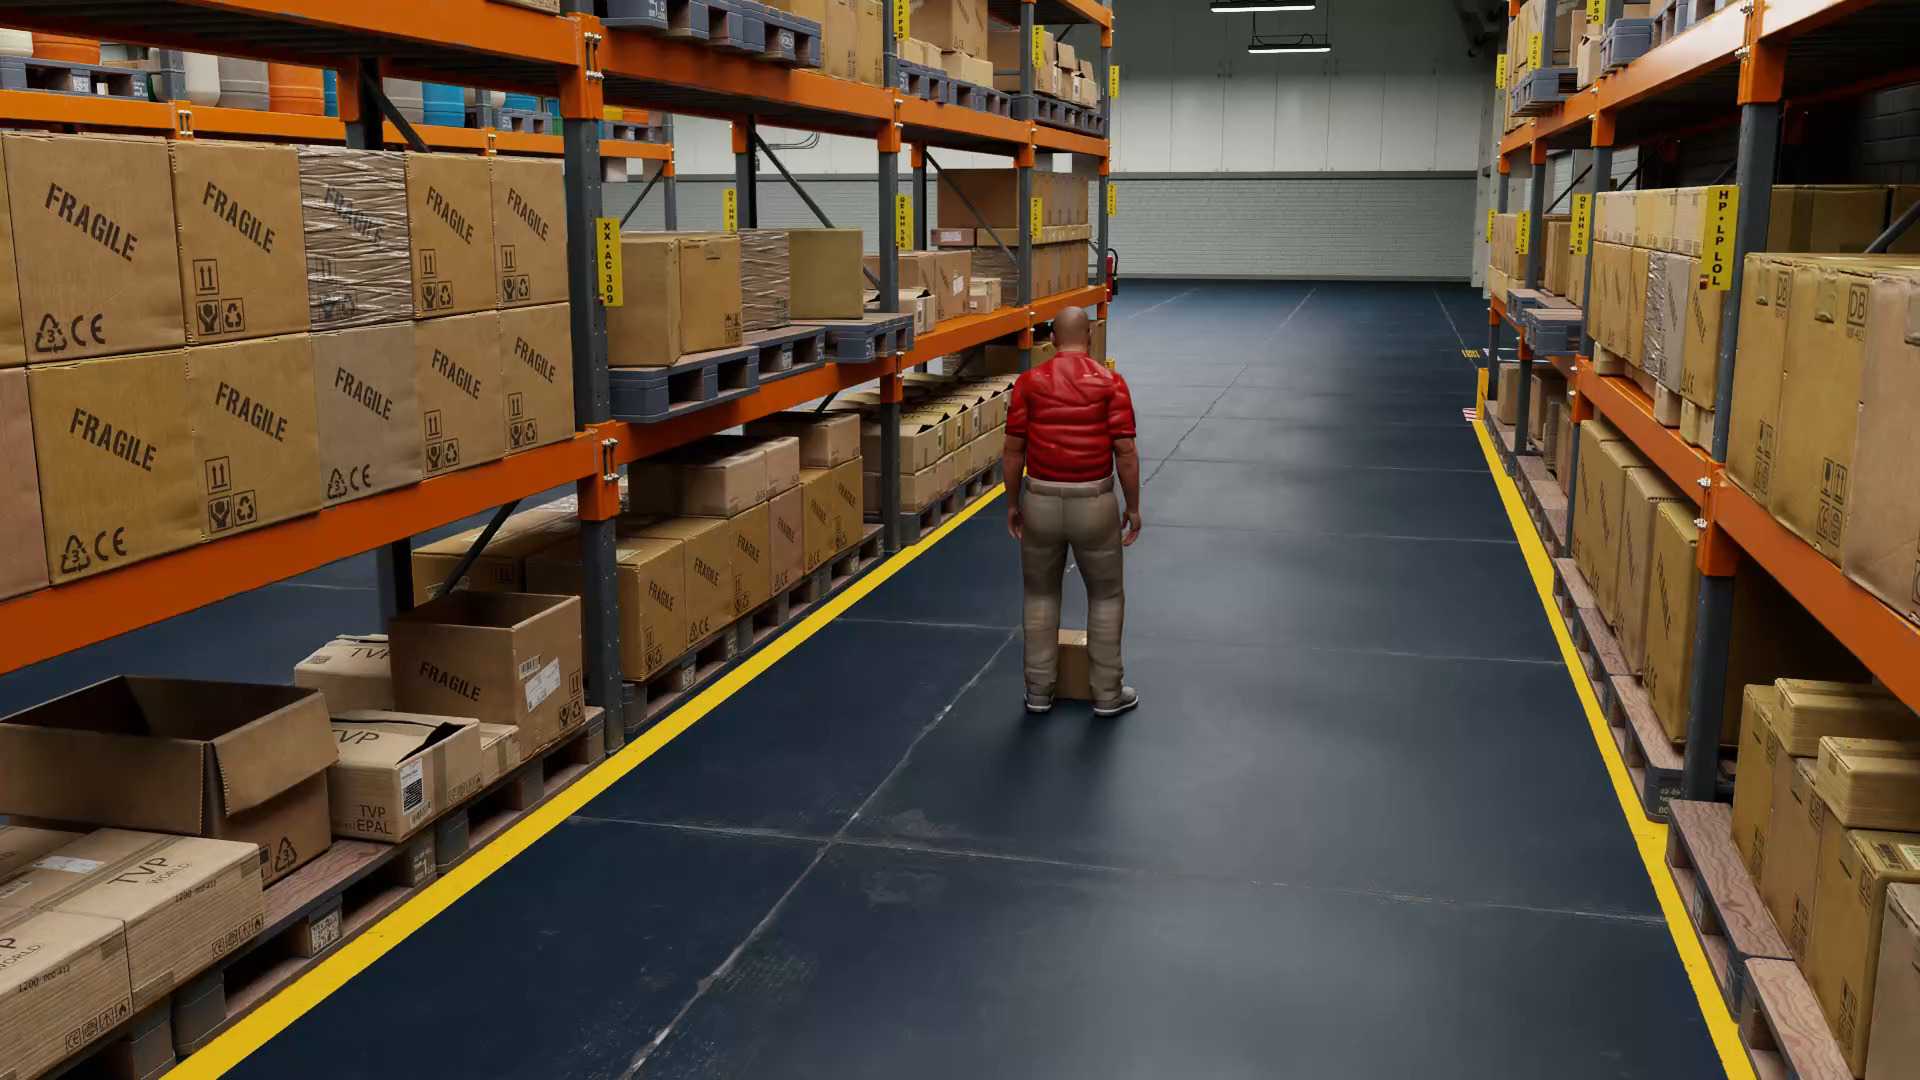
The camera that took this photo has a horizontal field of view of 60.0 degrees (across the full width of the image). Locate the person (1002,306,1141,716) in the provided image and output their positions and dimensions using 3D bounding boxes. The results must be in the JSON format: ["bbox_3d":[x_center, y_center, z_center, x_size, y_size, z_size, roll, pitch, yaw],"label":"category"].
[{"bbox_3d":[0.475,-0.118,7.066,0.587,1.727,0.394,3,12,14],"label":"person"}]
